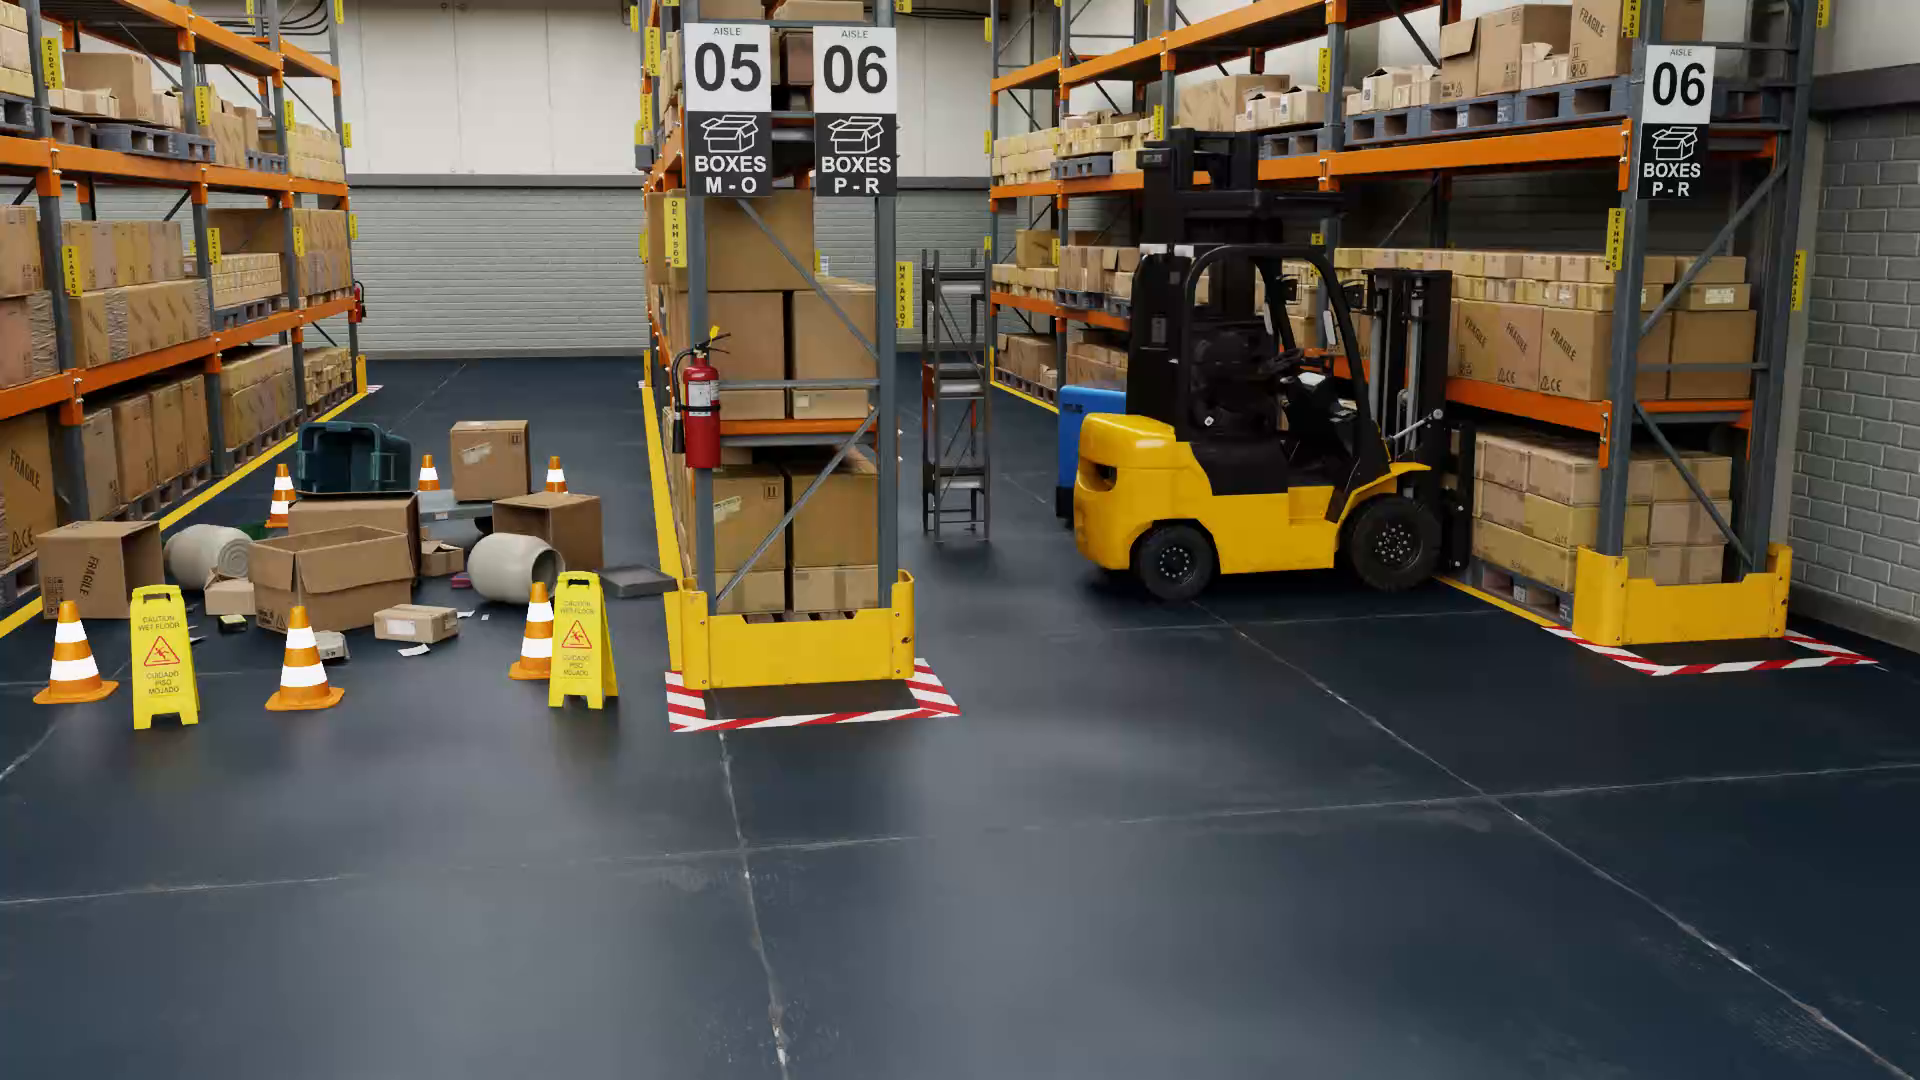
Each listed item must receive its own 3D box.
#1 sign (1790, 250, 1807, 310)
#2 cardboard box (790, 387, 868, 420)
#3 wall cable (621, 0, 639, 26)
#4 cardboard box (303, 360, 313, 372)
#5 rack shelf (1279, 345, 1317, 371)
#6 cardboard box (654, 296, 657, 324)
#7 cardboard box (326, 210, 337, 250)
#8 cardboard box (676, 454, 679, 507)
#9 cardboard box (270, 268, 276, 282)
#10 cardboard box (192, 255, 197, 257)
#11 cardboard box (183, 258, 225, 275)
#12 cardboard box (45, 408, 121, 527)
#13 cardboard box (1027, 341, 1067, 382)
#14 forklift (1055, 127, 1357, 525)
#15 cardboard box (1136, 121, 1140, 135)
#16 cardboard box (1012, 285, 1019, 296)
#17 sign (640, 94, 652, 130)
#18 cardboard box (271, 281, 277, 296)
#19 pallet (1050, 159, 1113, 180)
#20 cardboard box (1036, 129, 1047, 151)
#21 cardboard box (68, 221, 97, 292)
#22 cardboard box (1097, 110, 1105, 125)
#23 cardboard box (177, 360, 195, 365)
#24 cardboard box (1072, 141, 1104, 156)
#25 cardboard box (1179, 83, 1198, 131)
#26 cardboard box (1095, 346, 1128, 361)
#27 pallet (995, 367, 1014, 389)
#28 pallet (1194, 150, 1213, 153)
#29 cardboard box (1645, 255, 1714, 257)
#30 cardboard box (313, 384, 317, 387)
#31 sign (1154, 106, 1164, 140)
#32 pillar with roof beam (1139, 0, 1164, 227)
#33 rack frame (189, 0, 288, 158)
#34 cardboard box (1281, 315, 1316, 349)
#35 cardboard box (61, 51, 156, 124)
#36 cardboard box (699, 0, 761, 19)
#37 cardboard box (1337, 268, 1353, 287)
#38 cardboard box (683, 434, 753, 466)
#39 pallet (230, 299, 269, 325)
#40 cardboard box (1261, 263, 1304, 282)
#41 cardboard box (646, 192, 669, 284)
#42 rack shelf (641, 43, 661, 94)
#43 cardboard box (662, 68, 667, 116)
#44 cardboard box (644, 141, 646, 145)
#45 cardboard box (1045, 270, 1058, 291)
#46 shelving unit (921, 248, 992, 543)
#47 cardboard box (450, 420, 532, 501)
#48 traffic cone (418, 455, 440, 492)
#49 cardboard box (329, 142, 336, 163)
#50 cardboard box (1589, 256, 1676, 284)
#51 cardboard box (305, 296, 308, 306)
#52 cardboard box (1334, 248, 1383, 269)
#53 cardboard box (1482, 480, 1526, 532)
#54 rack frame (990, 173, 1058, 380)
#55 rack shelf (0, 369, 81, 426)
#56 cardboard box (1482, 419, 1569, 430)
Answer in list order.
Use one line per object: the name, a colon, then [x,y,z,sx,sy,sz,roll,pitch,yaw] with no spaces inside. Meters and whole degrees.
sign: [4.599,-1.429,9.153,0.100,0.325,0.005,-2,11,-11]
cardboard box: [-0.678,-0.711,8.580,0.380,0.149,0.250,-2,11,-11]
wall cable: [-4.571,-7.706,28.615,2.355,3.000,0.029,-2,11,-11]
cardboard box: [-8.014,-2.080,20.011,0.380,0.149,0.250,-2,11,-12]
rack shelf: [2.887,-1.692,14.990,1.077,0.370,4.000,-2,11,-11]
cardboard box: [-2.838,-2.334,16.839,0.500,0.250,0.500,-2,11,-10]
cardboard box: [-8.221,-3.924,21.052,0.500,0.500,0.500,-2,11,-8]
cardboard box: [-1.627,-0.506,11.058,0.500,0.500,0.500,-2,11,-9]
cardboard box: [-7.661,-2.882,18.067,0.380,0.149,0.250,-2,11,-11]
cardboard box: [-8.205,-2.909,17.415,0.380,0.149,0.250,-2,11,-12]
cardboard box: [-7.204,-2.594,15.762,0.380,0.149,0.250,-2,11,-11]
cardboard box: [-6.637,-0.511,11.753,1.050,0.750,0.750,-2,11,-11]
cardboard box: [1.298,-2.394,22.315,0.700,0.500,0.500,-3,11,-13]
forklift: [2.066,-1.403,11.730,1.130,2.935,3.031,-9,14,-39]
cardboard box: [2.084,-4.354,17.567,0.380,0.149,0.250,-2,11,-12]
cardboard box: [0.938,-3.448,22.963,0.380,0.149,0.250,-2,11,-13]
sign: [-2.916,-3.979,15.464,0.100,0.325,0.005,-2,11,-11]
cardboard box: [-7.662,-2.736,18.099,0.380,0.149,0.250,-2,11,-11]
pallet: [1.778,-4.405,19.800,1.213,0.211,1.003,-2,11,-11]
cardboard box: [1.278,-5.114,21.291,0.500,0.250,0.500,-2,11,-12]
cardboard box: [-6.633,-2.025,11.871,0.700,0.500,0.500,-2,11,-12]
cardboard box: [1.846,-5.048,20.051,0.396,0.266,0.258,-2,11,-12]
cardboard box: [-7.705,-1.588,16.073,0.500,0.250,0.500,-2,11,-10]
cardboard box: [1.515,-4.541,19.294,0.380,0.149,0.250,-2,11,-10]
cardboard box: [2.400,-4.049,15.767,0.500,0.500,0.500,-2,11,-11]
cardboard box: [1.798,-2.176,19.435,0.380,0.149,0.250,-2,11,-11]
pallet: [1.112,-2.350,23.979,1.003,0.211,1.213,-2,11,-11]
pallet: [2.717,-3.672,15.951,1.213,0.211,1.003,-2,11,-8]
cardboard box: [4.208,-1.580,9.676,0.380,0.149,0.250,-2,11,-9]
cardboard box: [-8.076,-1.836,20.323,0.380,0.149,0.250,-3,11,-13]
sign: [1.965,-4.121,16.420,0.100,0.325,0.005,-2,11,-11]
pillar with roof beam: [-1.754,-6.097,20.164,9.100,9.000,0.400,-2,11,-11]
rack frame: [-7.984,-5.714,18.149,1.000,3.000,0.127,-2,11,-11]
cardboard box: [2.921,-1.688,13.446,0.500,0.250,0.500,-2,11,-10]
cardboard box: [-6.594,-3.502,12.895,0.500,0.500,0.500,-2,11,-11]
cardboard box: [-1.170,-2.557,8.127,0.380,0.149,0.250,-2,11,-10]
cardboard box: [3.080,-1.979,12.568,0.380,0.149,0.250,-2,11,-12]
cardboard box: [-1.363,-0.509,9.340,0.380,0.149,0.250,-2,11,-9]
pallet: [-7.632,-2.300,16.773,1.003,0.211,1.213,-2,11,-11]
cardboard box: [2.746,-2.238,13.932,0.380,0.149,0.250,-2,11,-13]
cardboard box: [-1.419,-1.719,9.470,0.700,0.500,0.500,-2,11,-12]
rack shelf: [-2.759,-4.996,17.369,1.077,0.370,4.000,-2,11,-11]
cardboard box: [-1.581,-2.767,10.293,0.500,0.250,0.500,-2,11,-10]
cardboard box: [-3.246,-4.285,18.169,0.380,0.166,0.250,-3,11,-15]
cardboard box: [1.381,-3.303,21.135,0.500,0.250,0.500,-2,11,-10]
shelving unit: [-0.032,-1.062,12.160,0.431,2.100,0.503,-2,11,-11]
cardboard box: [-3.333,-0.572,11.838,0.500,0.500,0.500,-2,11,-11]
traffic cone: [-4.244,-0.445,13.297,0.336,0.463,0.334,-2,11,-11]
cardboard box: [-8.322,-4.977,21.363,0.500,0.250,0.500,-2,11,-13]
cardboard box: [3.777,-1.517,9.349,0.380,0.149,0.250,-2,11,-11]
cardboard box: [-7.992,-2.849,19.813,0.380,0.149,0.250,-3,11,-14]
cardboard box: [3.047,-2.124,12.534,0.380,0.149,0.250,-2,11,-10]
cardboard box: [3.565,-0.217,10.207,0.500,0.250,0.500,-2,11,-12]
rack frame: [0.942,-3.880,24.559,1.000,3.000,0.127,-2,11,-11]
rack shelf: [-6.039,-0.579,9.141,1.077,0.370,4.000,-2,11,-11]
cardboard box: [3.865,-0.665,11.225,0.500,0.250,0.500,-2,11,-12]
